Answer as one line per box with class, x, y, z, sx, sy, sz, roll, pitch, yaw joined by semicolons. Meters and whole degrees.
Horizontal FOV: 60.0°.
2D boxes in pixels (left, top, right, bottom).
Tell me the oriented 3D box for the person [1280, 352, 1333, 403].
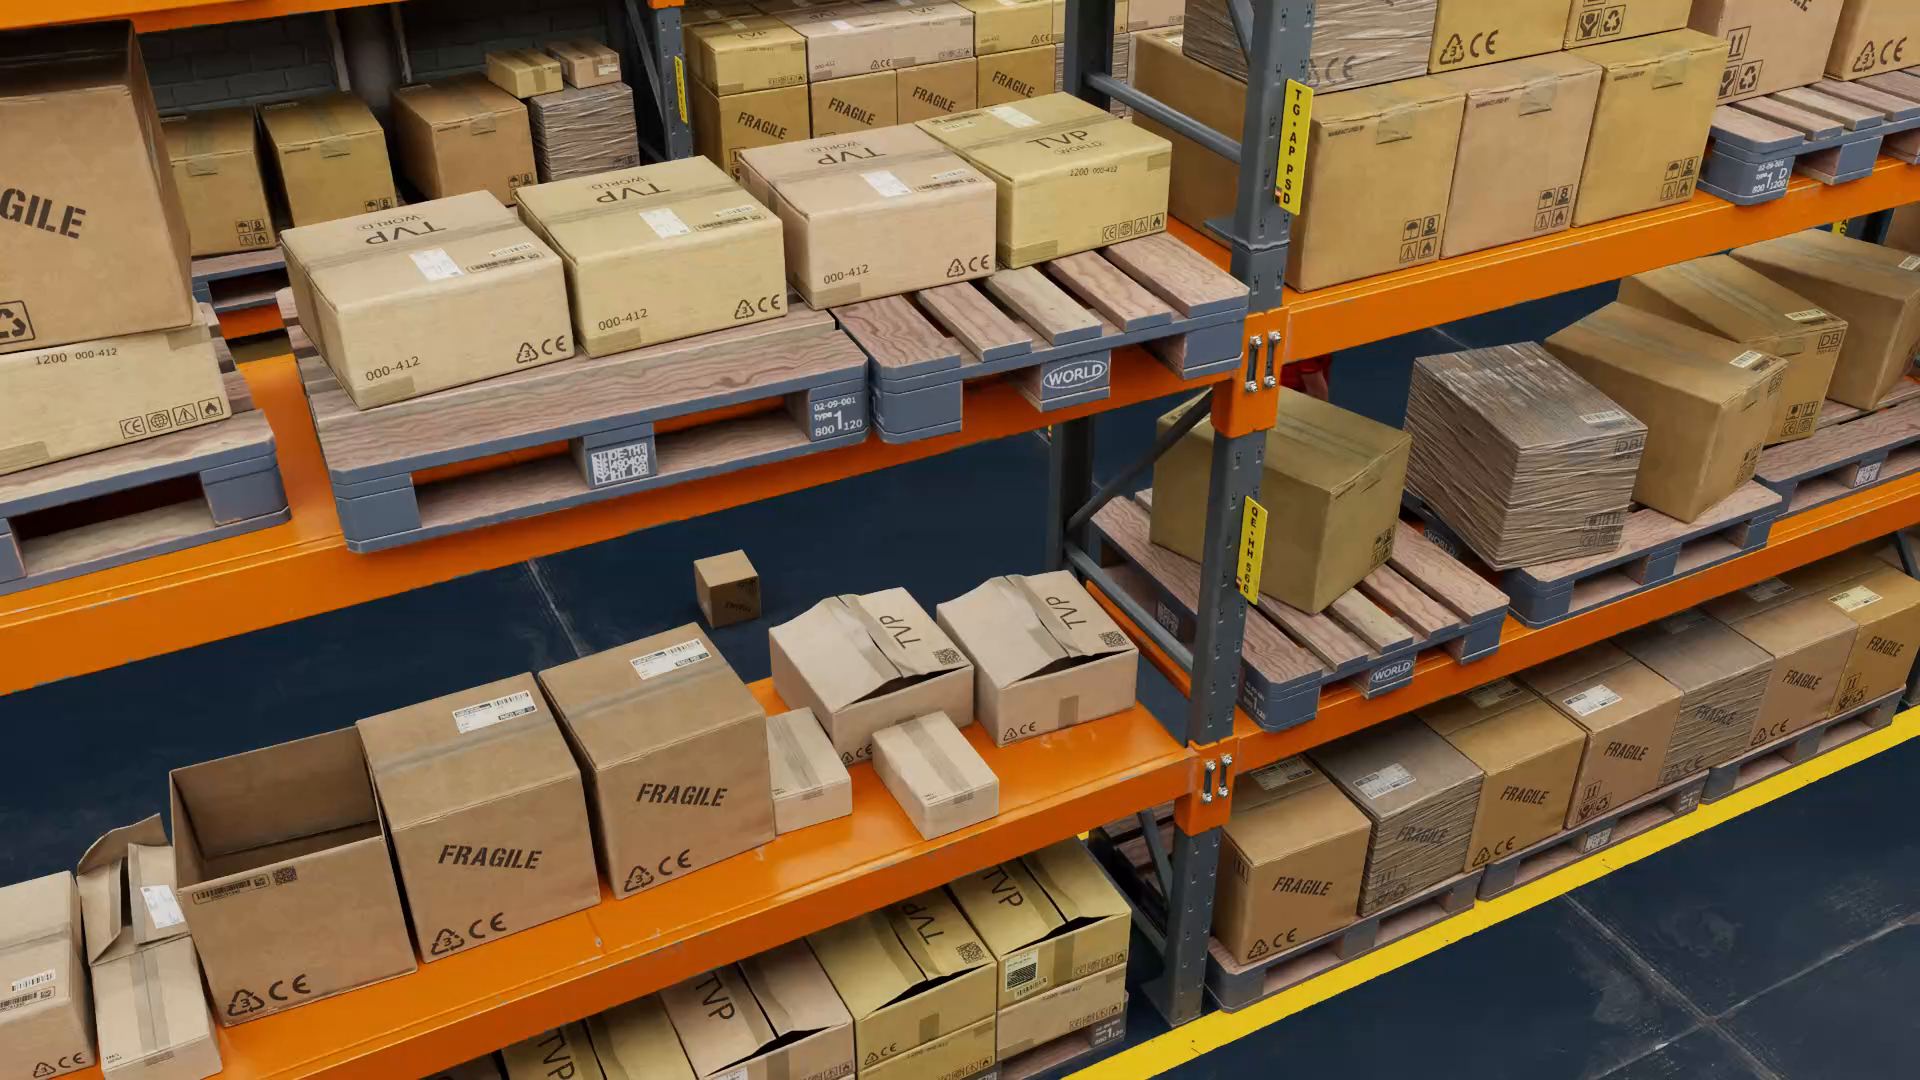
person;1.590;-0.656;8.172;0.969;1.676;0.553;-12;35;-18
